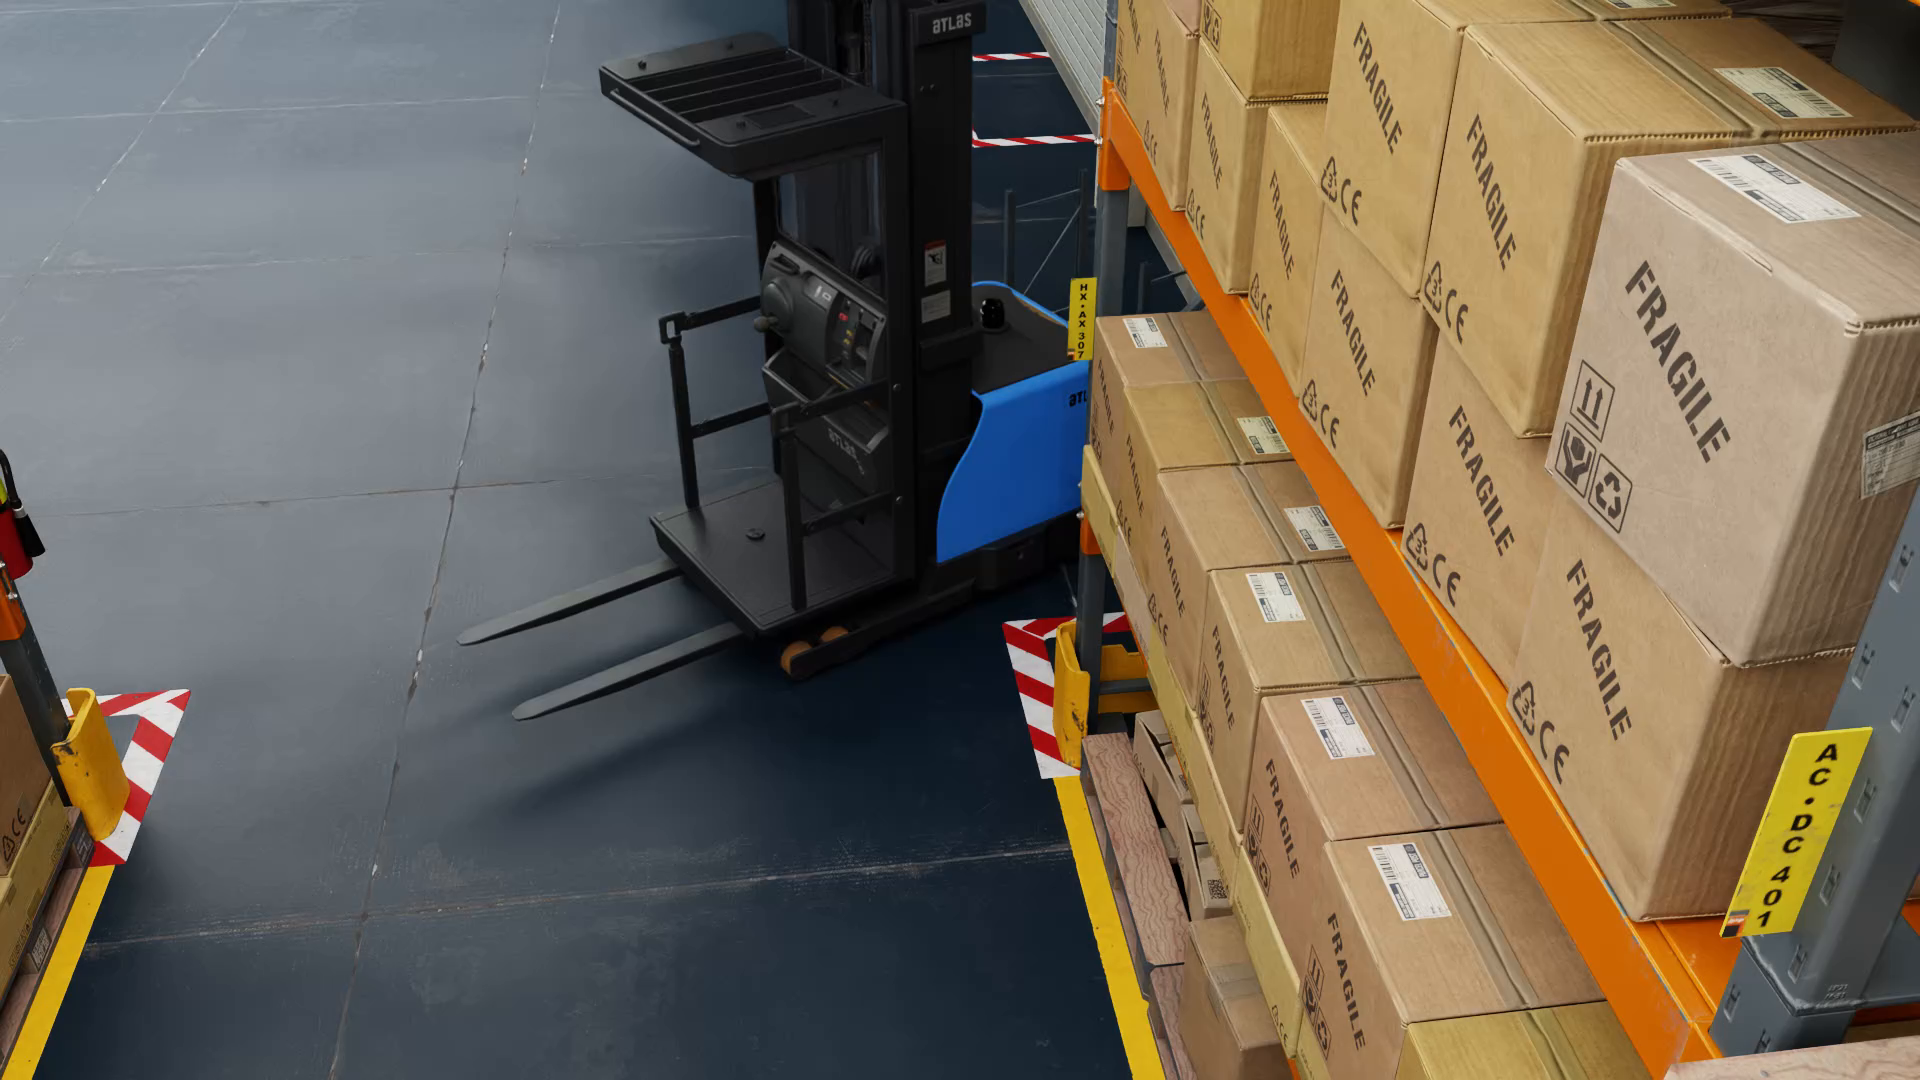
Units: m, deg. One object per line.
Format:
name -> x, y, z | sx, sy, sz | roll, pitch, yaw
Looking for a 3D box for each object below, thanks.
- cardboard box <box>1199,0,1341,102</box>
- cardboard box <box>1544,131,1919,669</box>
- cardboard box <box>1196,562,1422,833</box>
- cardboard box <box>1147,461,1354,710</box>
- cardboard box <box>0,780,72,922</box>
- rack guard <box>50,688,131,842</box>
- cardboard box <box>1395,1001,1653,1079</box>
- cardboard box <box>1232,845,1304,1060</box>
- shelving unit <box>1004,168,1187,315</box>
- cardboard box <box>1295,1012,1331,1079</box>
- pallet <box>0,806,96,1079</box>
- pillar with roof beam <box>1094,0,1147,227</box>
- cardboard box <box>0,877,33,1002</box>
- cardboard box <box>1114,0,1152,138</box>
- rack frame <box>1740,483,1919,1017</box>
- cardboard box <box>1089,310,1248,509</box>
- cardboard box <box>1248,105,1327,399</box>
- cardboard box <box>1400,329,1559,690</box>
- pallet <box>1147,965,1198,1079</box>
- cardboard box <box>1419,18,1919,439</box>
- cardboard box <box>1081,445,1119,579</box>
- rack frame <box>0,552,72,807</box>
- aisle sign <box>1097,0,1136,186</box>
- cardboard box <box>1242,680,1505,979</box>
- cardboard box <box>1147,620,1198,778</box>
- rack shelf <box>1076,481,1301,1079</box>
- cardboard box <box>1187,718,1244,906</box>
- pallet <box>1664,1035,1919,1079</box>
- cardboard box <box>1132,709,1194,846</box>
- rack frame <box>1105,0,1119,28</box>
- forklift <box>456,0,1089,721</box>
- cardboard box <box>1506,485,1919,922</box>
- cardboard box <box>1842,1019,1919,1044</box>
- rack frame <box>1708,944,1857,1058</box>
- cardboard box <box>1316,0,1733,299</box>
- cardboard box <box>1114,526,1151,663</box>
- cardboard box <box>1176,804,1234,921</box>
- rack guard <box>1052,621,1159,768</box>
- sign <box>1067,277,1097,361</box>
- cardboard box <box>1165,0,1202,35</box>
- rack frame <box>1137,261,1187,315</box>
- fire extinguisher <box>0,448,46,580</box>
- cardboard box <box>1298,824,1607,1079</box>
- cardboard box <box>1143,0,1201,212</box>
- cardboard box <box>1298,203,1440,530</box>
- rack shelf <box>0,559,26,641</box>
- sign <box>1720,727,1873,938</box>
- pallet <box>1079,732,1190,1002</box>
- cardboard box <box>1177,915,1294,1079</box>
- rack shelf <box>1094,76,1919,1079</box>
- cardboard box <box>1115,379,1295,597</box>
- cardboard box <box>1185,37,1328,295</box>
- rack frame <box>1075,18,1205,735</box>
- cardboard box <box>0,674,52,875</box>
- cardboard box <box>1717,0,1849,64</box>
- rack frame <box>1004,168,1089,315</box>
cardboard box -> 0.888, -1.376, 3.947 | 0.500, 0.500, 0.500 | -3, 34, -5
cardboard box -> 1.181, -0.205, 2.229 | 0.500, 0.500, 0.500 | -7, 35, -10
cardboard box -> 0.947, 0.410, 4.434 | 0.500, 0.500, 0.500 | -3, 34, -5
cardboard box -> 0.865, 0.123, 4.856 | 0.500, 0.500, 0.500 | -5, 35, -8
cardboard box -> -3.564, 1.141, 5.980 | 0.500, 0.250, 0.500 | -4, 35, -6
rack guard -> -3.932, 0.921, 6.454 | 1.175, 0.500, 0.348 | -4, 35, -6
cardboard box -> 1.147, 1.260, 3.187 | 0.500, 0.500, 0.500 | -4, 35, -6
cardboard box -> 1.011, 1.011, 4.219 | 0.500, 0.250, 0.500 | -5, 35, -7
shelving unit -> 0.723, -0.917, 8.264 | 0.538, 1.500, 1.048 | -21, 40, -28
cardboard box -> 1.094, 1.290, 3.809 | 0.500, 0.250, 0.500 | -4, 35, -6
pallet -> -3.785, 1.477, 5.894 | 1.003, 0.211, 1.213 | -4, 35, -6
pillar with roof beam -> -3.142, -5.652, 8.552 | 9.100, 9.000, 0.400 | -4, 35, -6
cardboard box -> -3.485, 1.419, 5.572 | 0.500, 0.250, 0.500 | -4, 35, -6
cardboard box -> 0.777, -1.559, 5.104 | 0.500, 0.500, 0.500 | -4, 34, -5
rack frame -> 1.517, -0.723, 1.319 | 1.000, 3.000, 0.127 | -4, 35, -6
cardboard box -> 0.746, -0.443, 5.685 | 0.500, 0.500, 0.500 | -4, 35, -6
cardboard box -> 0.980, -0.670, 3.799 | 0.500, 0.500, 0.500 | -2, 34, -3
cardboard box -> 1.149, -0.079, 2.932 | 0.500, 0.500, 0.500 | -7, 35, -10
pallet -> 1.225, 1.854, 5.341 | 1.003, 0.211, 1.213 | -4, 35, -6
cardboard box -> 1.097, -0.511, 2.679 | 0.500, 0.500, 0.500 | -3, 34, -4
cardboard box -> 0.730, -0.126, 5.886 | 0.500, 0.250, 0.500 | -5, 35, -8
rack frame -> -3.929, -0.098, 5.731 | 1.000, 3.000, 0.127 | -4, 35, -6
aisle sign -> 0.672, -1.567, 5.578 | 0.394, 0.787, 0.004 | -4, 35, -6
cardboard box -> 1.017, 0.700, 4.009 | 0.500, 0.500, 0.500 | -5, 35, -8
cardboard box -> 0.877, 0.448, 5.045 | 0.500, 0.250, 0.500 | -5, 35, -7
rack shelf -> 1.248, 0.938, 4.849 | 1.077, 0.370, 4.000 | -4, 35, -6
cardboard box -> 0.943, 0.730, 4.630 | 0.500, 0.250, 0.500 | -4, 34, -6
pallet -> 1.495, 0.947, 1.700 | 1.213, 0.211, 1.003 | -4, 35, -6
cardboard box -> 0.983, 0.847, 6.341 | 0.500, 0.311, 0.500 | -8, 35, -12
rack frame -> 0.979, -2.955, 4.595 | 1.000, 3.000, 0.127 | -4, 35, -6
forklift -> -0.762, -0.935, 7.019 | 3.031, 2.935, 1.130 | -22, 40, -28
cardboard box -> 1.204, 0.203, 2.518 | 0.500, 0.500, 0.500 | -3, 34, -5
cardboard box -> 1.661, 1.222, 3.242 | 0.500, 0.500, 0.500 | -5, 35, -7
rack frame -> 1.517, 1.757, 3.009 | 1.000, 3.000, 0.127 | -4, 35, -6
cardboard box -> 1.016, -0.800, 3.103 | 0.500, 0.500, 0.500 | -6, 35, -8
cardboard box -> 0.814, 0.163, 5.462 | 0.500, 0.250, 0.500 | -5, 35, -8
cardboard box -> 1.060, 1.165, 5.874 | 0.500, 0.311, 0.500 | -2, 34, -2
rack guard -> 0.990, 0.600, 6.926 | 1.175, 0.500, 0.348 | -4, 35, -6
sign -> 0.442, -0.792, 5.980 | 0.100, 0.325, 0.005 | -4, 35, -6
cardboard box -> 0.808, -1.661, 4.365 | 0.500, 0.500, 0.500 | -5, 35, -7
rack frame -> 1.014, -0.683, 7.920 | 0.500, 1.500, 0.032 | -21, 40, -28
fire extinguisher -> -3.484, -0.167, 5.901 | 0.296, 0.674, 0.183 | -4, 35, -6
cardboard box -> 1.074, 0.982, 3.595 | 0.500, 0.500, 0.500 | -5, 35, -7
cardboard box -> 0.813, -1.257, 4.660 | 0.500, 0.500, 0.500 | -2, 34, -3
cardboard box -> 1.037, -0.385, 3.381 | 0.500, 0.500, 0.500 | -6, 35, -8
rack shelf -> -3.660, 1.315, 4.296 | 1.077, 0.370, 4.000 | -4, 35, -6
sign -> 0.981, 0.349, 1.952 | 0.100, 0.325, 0.005 | -4, 35, -6
pallet -> 1.064, 1.175, 6.338 | 1.003, 0.211, 1.213 | -4, 35, -6
cardboard box -> 1.109, 1.500, 5.215 | 0.700, 0.500, 0.500 | -6, 35, -9
rack shelf -> 1.248, -0.302, 4.004 | 1.077, 0.370, 4.000 | -4, 35, -6
cardboard box -> 0.802, -0.166, 5.280 | 0.500, 0.500, 0.500 | -4, 35, -6
cardboard box -> 0.887, -0.967, 4.236 | 0.500, 0.500, 0.500 | -3, 34, -4
rack frame -> 0.979, -0.476, 6.284 | 1.000, 3.000, 0.127 | -4, 35, -6
cardboard box -> -3.562, 0.831, 5.770 | 0.500, 0.500, 0.500 | -4, 35, -6
cardboard box -> 1.485, -1.095, 3.536 | 0.500, 0.500, 0.500 | -4, 35, -6
rack frame -> 0.432, -1.152, 8.609 | 0.500, 1.500, 0.032 | -21, 40, -28
